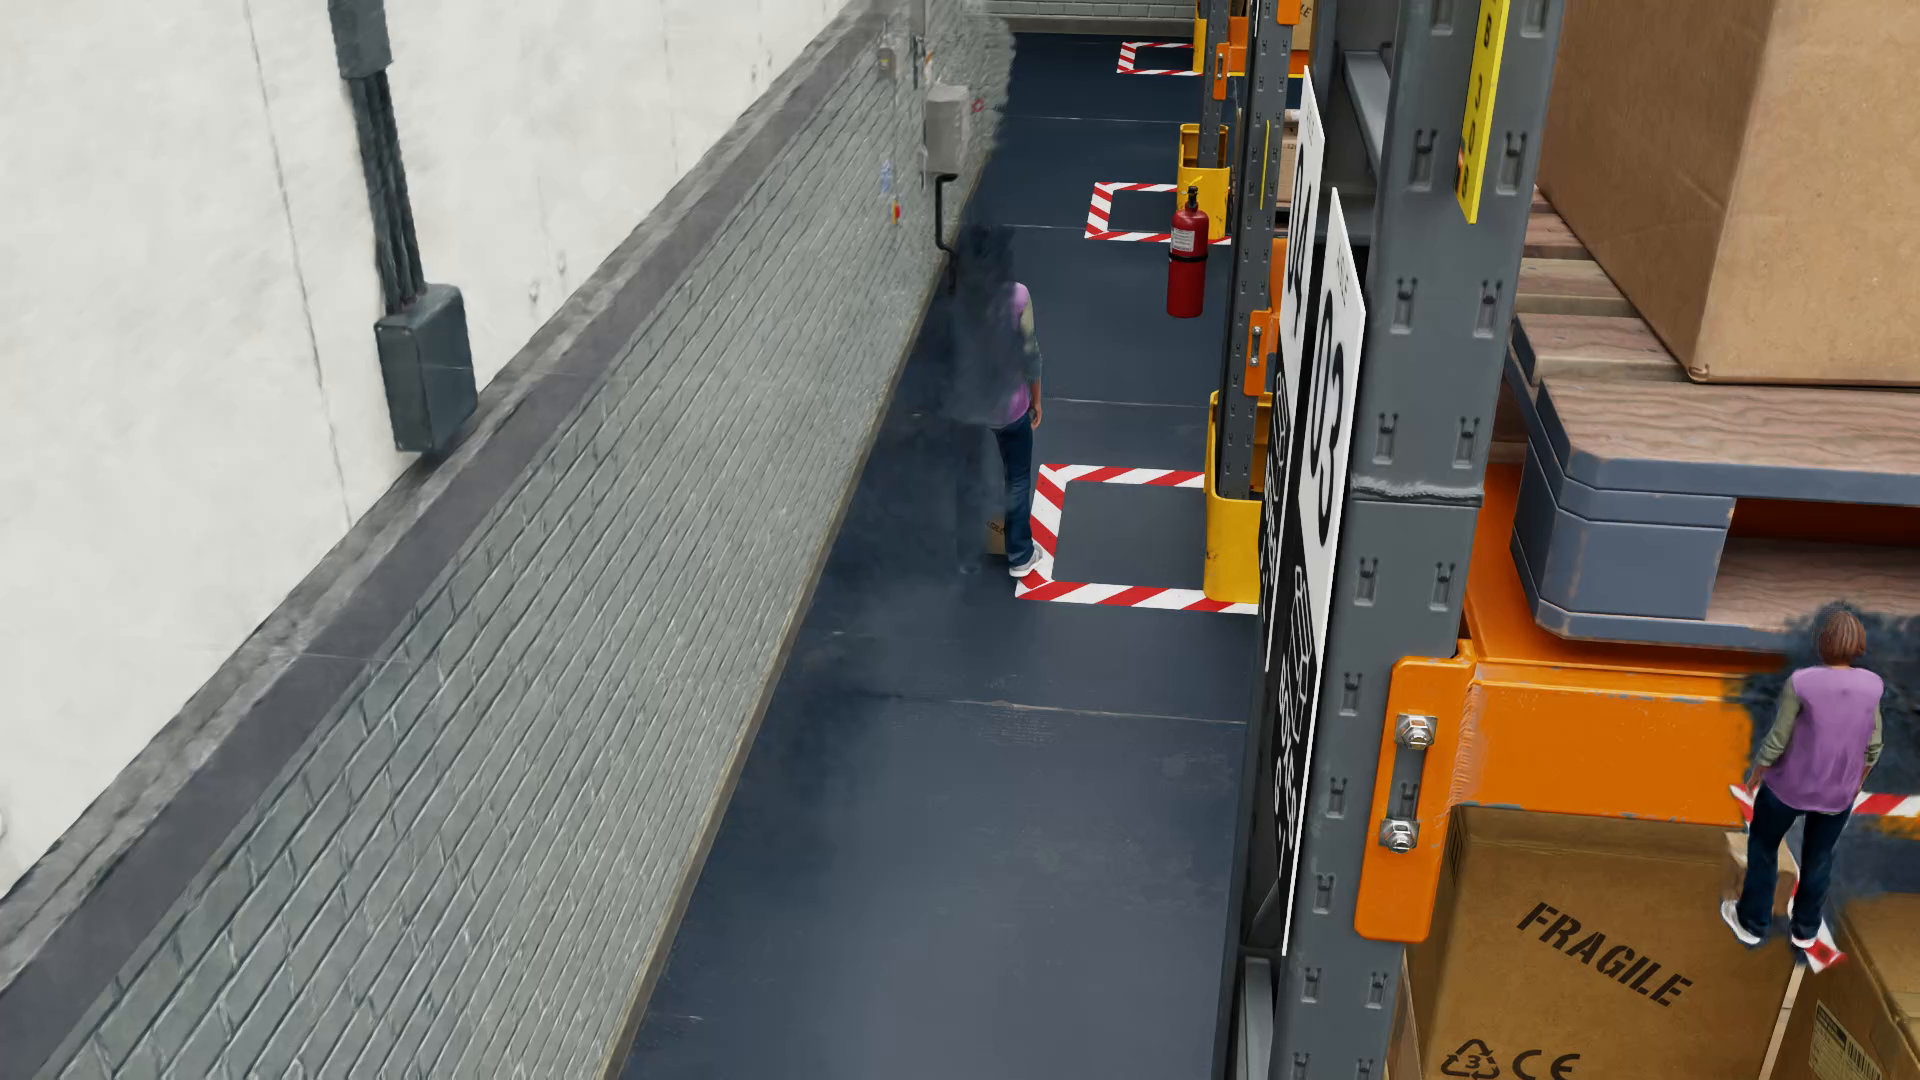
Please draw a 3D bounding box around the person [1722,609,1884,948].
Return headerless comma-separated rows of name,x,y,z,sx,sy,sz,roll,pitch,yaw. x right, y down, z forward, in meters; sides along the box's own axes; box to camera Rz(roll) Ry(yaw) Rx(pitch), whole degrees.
person,0.131,-0.573,7.180,0.478,1.591,0.345,4,29,6
